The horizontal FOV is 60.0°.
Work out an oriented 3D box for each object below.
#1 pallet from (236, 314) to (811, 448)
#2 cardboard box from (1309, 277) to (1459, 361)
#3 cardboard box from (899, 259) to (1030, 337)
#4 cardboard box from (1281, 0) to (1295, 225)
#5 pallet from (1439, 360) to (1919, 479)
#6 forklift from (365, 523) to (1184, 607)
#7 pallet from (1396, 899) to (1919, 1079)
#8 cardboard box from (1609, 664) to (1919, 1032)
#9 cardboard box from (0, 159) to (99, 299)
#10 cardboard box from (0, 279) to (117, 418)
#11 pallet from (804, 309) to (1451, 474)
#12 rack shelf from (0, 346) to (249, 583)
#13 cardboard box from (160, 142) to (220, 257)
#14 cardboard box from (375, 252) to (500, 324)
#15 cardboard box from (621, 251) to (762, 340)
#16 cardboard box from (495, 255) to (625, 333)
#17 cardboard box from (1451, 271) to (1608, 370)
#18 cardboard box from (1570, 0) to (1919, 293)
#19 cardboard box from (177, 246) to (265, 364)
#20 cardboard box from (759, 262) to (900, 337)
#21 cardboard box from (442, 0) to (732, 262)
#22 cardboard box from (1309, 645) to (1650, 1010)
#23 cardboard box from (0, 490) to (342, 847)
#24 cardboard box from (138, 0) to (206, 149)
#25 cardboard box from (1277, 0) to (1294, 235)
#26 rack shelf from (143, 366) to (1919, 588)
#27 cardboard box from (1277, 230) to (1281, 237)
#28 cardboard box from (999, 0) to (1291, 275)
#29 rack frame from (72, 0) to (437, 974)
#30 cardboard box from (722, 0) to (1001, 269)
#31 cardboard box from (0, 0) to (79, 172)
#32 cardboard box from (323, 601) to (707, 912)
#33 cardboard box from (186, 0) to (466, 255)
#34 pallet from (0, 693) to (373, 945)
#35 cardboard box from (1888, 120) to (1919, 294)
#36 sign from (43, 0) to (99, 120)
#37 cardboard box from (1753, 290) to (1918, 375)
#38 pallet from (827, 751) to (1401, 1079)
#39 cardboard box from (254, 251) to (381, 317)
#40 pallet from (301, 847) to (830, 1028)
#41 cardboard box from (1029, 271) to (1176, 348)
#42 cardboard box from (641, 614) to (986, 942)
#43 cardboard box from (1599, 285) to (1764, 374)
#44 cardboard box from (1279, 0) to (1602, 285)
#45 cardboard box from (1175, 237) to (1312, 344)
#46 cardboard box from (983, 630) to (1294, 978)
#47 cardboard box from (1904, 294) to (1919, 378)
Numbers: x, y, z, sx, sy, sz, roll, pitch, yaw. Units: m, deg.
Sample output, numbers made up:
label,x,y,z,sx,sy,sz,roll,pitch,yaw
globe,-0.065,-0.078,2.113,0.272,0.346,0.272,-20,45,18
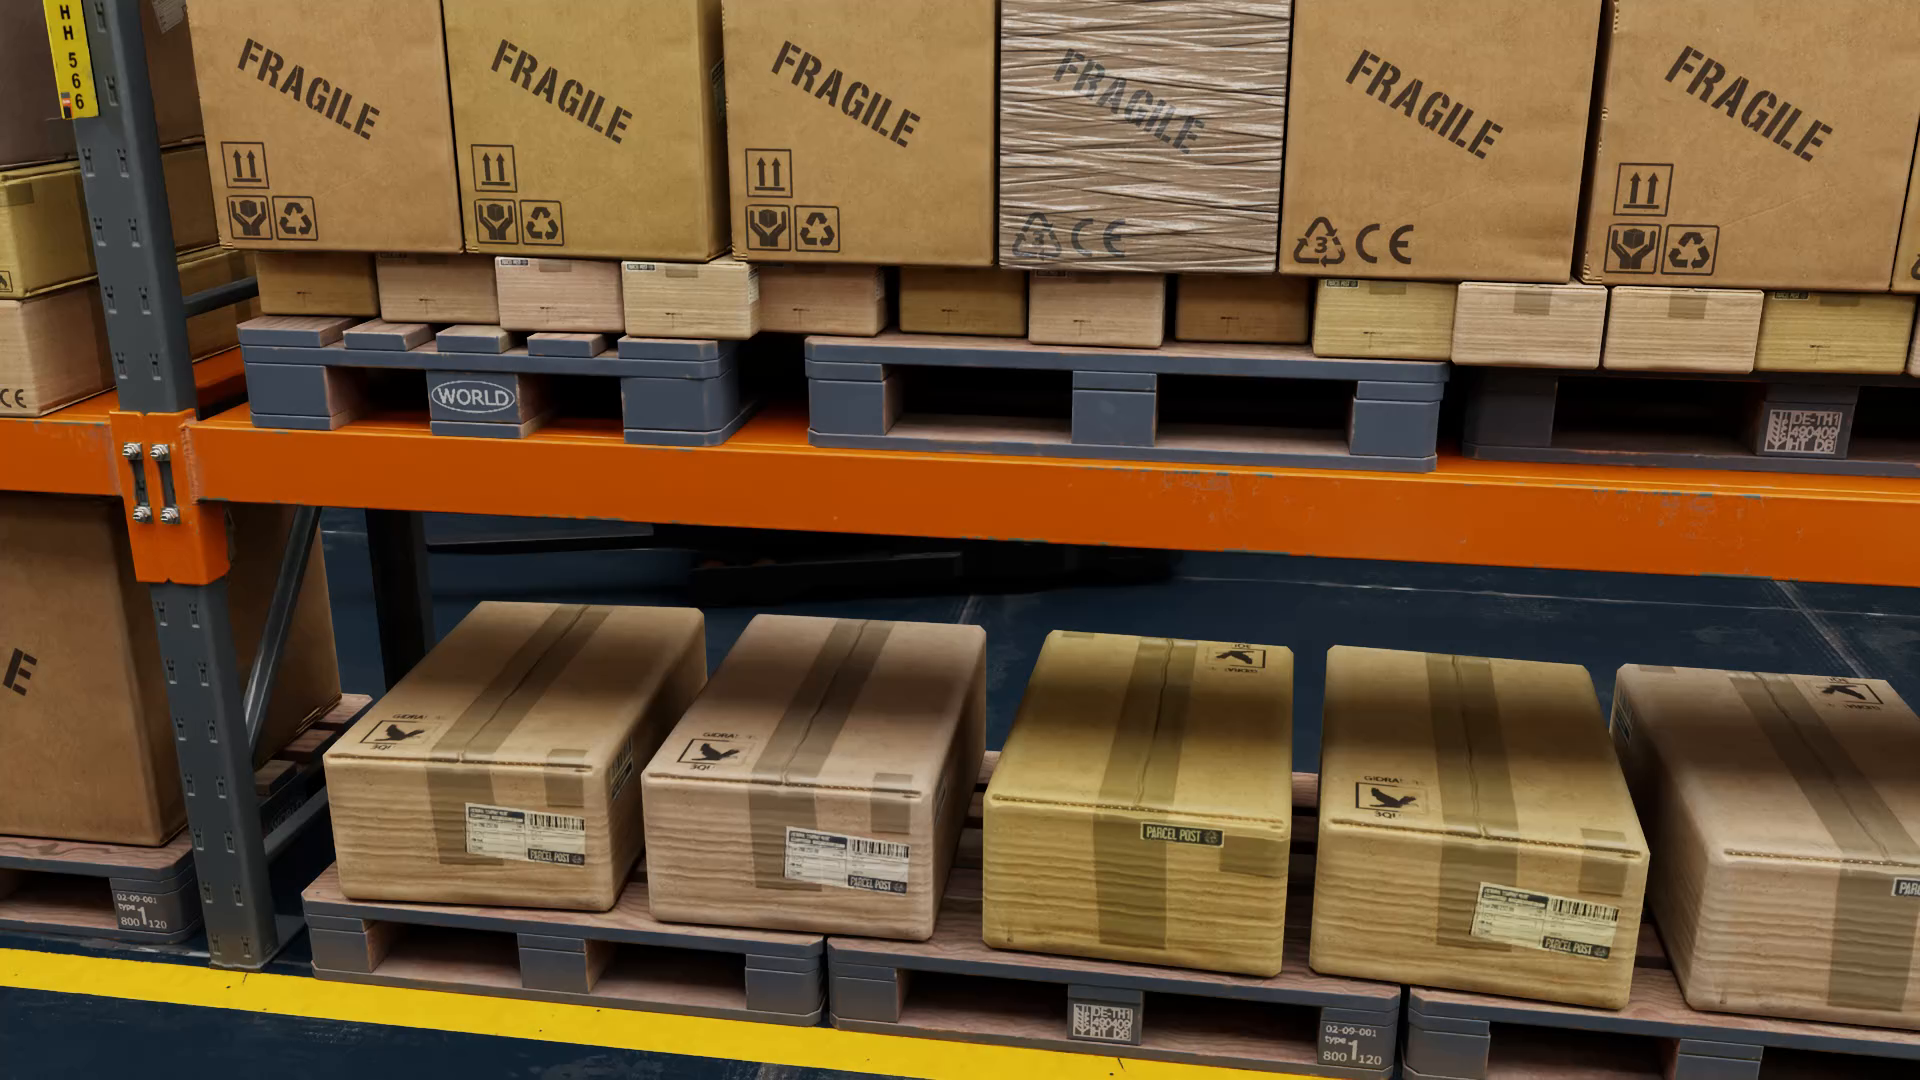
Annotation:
label,x,y,z,sx,sy,sz,roll,pitch,yaw
pallet,-0.871,-0.491,3.847,1.003,0.211,1.213,3,19,9
cardboard box,0.801,-0.459,3.181,0.250,0.149,0.380,3,19,9
cardboard box,0.040,-0.527,3.386,0.250,0.149,0.380,4,19,11
cardboard box,0.960,-0.939,3.593,0.500,0.500,0.500,3,19,8
pallet,1.626,-0.377,3.504,1.213,0.211,1.003,3,19,9
forklift,-0.704,-1.325,6.144,3.031,2.935,1.130,-3,19,-8
pallet,1.589,0.900,3.780,1.213,0.211,1.003,3,19,9
cardboard box,1.840,0.638,3.649,0.625,0.372,0.950,3,19,9
cardboard box,-2.110,-0.696,3.603,0.500,0.250,0.500,3,19,8
cardboard box,-2.132,-0.458,3.680,0.500,0.250,0.500,2,19,7
pallet,0.370,-0.407,3.595,1.213,0.211,1.003,3,19,9
rack shelf,-3.566,-0.344,4.239,4.000,0.370,1.077,3,19,9
cardboard box,-2.053,-0.854,4.076,0.500,0.250,0.500,3,19,8
cardboard box,-1.026,-0.566,3.500,0.250,0.149,0.380,2,19,5
cardboard box,-0.495,-0.517,3.355,0.250,0.149,0.380,3,19,9
cardboard box,-0.763,-0.537,3.416,0.250,0.149,0.380,2,19,5
cardboard box,1.036,-0.435,3.111,0.250,0.149,0.380,3,19,9
cardboard box,1.376,-0.747,3.020,0.500,0.500,0.500,3,19,9
cardboard box,-2.035,-0.617,4.157,0.500,0.250,0.500,3,19,8
cardboard box,-0.245,-0.529,3.392,0.250,0.149,0.380,4,19,12
cardboard box,-0.668,-0.853,3.338,0.500,0.500,0.500,4,19,11
cardboard box,1.129,0.603,3.754,0.625,0.372,0.950,4,19,12
cardboard box,-2.260,0.163,4.276,0.875,0.875,0.875,3,19,8
cardboard box,-2.040,-1.208,3.952,0.500,0.500,0.500,2,19,7
cardboard box,0.451,-0.961,3.661,0.500,0.500,0.500,2,19,6
rack shelf,0.383,-0.143,3.637,4.000,0.370,1.077,3,19,9
cardboard box,0.834,-0.635,3.708,0.250,0.149,0.380,3,19,9
cardboard box,0.350,-0.801,3.182,0.500,0.500,0.500,2,19,7
rack frame,-1.591,-0.585,3.824,0.127,3.000,1.000,3,19,9
cardboard box,-0.143,-0.829,3.264,0.500,0.500,0.500,3,19,10
cardboard box,-2.143,-1.051,3.482,0.500,0.500,0.500,2,19,7
cardboard box,-1.035,0.494,4.080,0.625,0.372,0.950,2,19,5
cardboard box,-1.184,-0.877,3.410,0.500,0.500,0.500,2,19,7
pallet,-2.358,0.674,4.455,1.213,0.211,1.003,3,19,9
cardboard box,1.865,-0.723,2.947,0.500,0.500,0.500,3,19,8
sign,-1.676,-0.960,3.120,0.005,0.325,0.100,3,19,9
cardboard box,1.549,-0.422,3.070,0.250,0.149,0.380,2,19,7
pallet,0.381,0.839,3.962,1.213,0.211,1.003,3,19,9
cardboard box,-1.300,-0.590,3.574,0.250,0.149,0.380,2,19,5
pallet,-0.820,0.777,4.147,1.213,0.211,1.003,3,19,9
cardboard box,0.288,-0.494,3.285,0.250,0.149,0.380,4,19,10
cardboard box,-0.305,0.528,3.976,0.625,0.372,0.950,3,19,8
cardboard box,1.288,-0.424,3.076,0.250,0.149,0.380,3,19,8
cardboard box,0.867,-0.775,3.104,0.500,0.500,0.500,4,19,11
cardboard box,0.557,-0.504,3.317,0.250,0.149,0.380,2,19,7
cardboard box,0.443,0.568,3.857,0.625,0.372,0.950,4,19,10
cardboard box,1.806,-0.403,3.014,0.250,0.149,0.380,3,19,9
